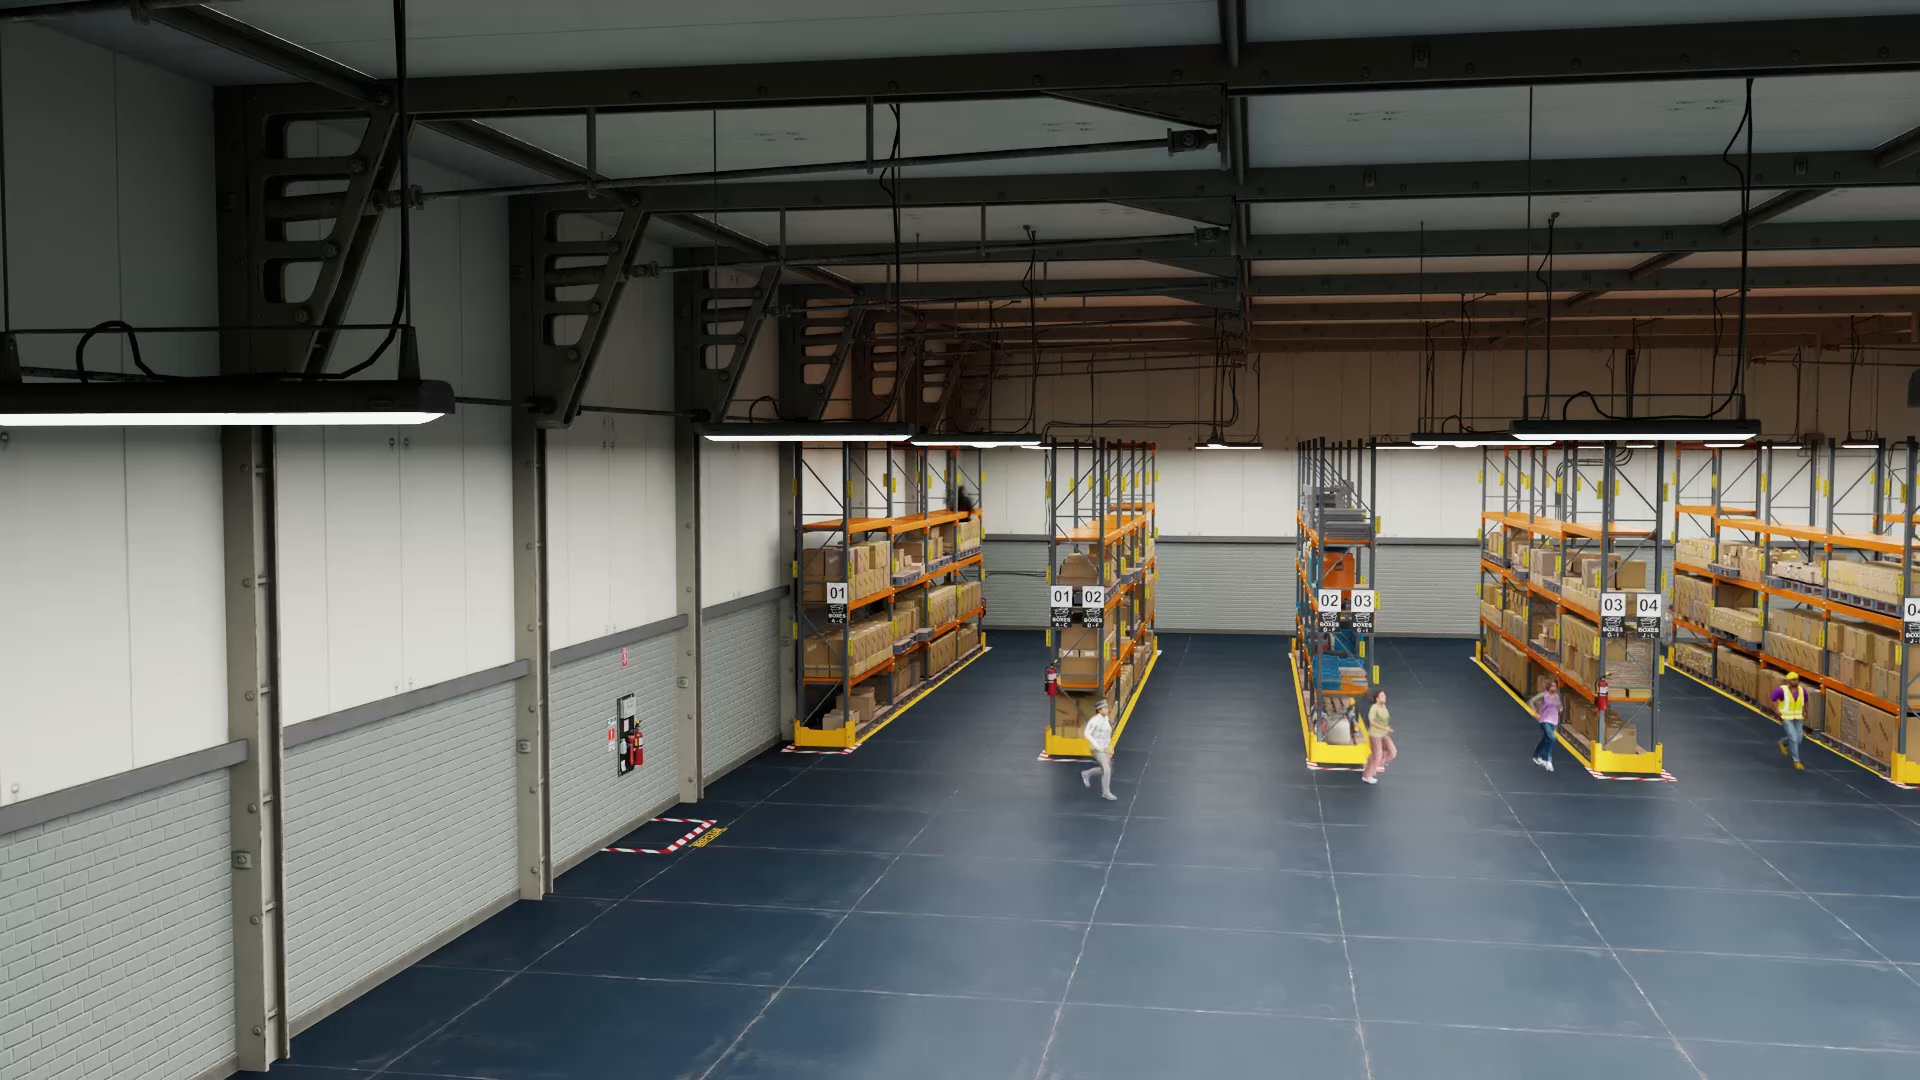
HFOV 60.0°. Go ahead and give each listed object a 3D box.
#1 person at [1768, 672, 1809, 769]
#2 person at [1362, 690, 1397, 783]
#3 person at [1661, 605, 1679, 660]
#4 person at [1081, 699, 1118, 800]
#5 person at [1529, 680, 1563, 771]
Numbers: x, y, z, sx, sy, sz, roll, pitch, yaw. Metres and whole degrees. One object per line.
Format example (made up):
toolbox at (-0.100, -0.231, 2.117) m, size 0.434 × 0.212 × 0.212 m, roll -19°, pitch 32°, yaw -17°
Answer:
person at (15.130, 3.261, 30.332) m, size 0.725 × 1.739 × 0.788 m, roll 0°, pitch 3°, yaw -2°
person at (7.265, 3.388, 28.741) m, size 0.610 × 1.625 × 0.629 m, roll -3°, pitch 4°, yaw -44°
person at (19.614, 2.541, 45.764) m, size 0.569 × 1.548 × 0.523 m, roll -1°, pitch 3°, yaw -19°
person at (2.267, 3.449, 27.501) m, size 0.679 × 1.669 × 0.643 m, roll 2°, pitch 4°, yaw 37°
person at (10.615, 3.322, 30.034) m, size 0.507 × 1.610 × 0.686 m, roll -1°, pitch 3°, yaw -20°
